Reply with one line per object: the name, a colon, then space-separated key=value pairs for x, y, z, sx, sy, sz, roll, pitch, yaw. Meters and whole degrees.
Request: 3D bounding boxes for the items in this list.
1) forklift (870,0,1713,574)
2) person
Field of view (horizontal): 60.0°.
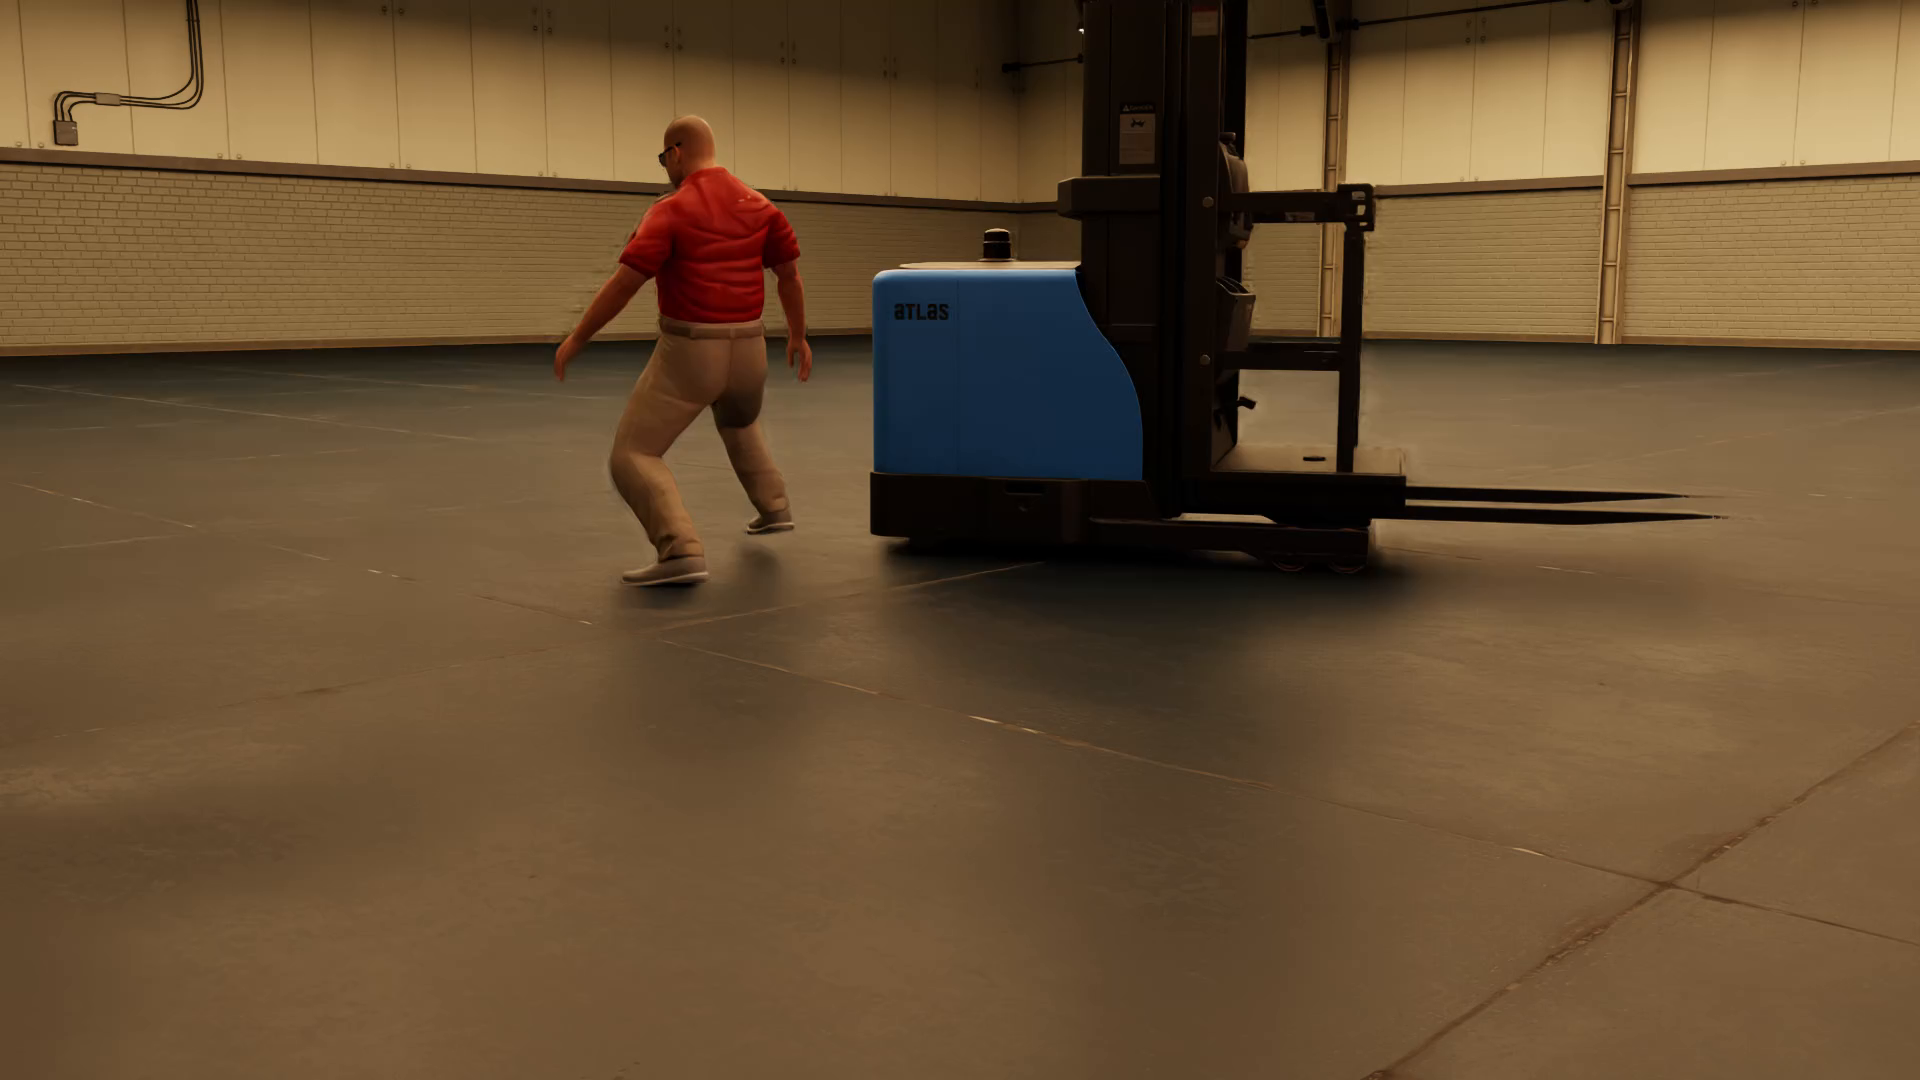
forklift: x=1.229 y=-1.415 z=6.271 sx=3.031 sy=2.935 sz=1.130 roll=2 pitch=9 yaw=14
person: x=-0.926 y=-0.676 z=5.913 sx=0.961 sy=1.617 sz=0.642 roll=-7 pitch=11 yaw=-39
